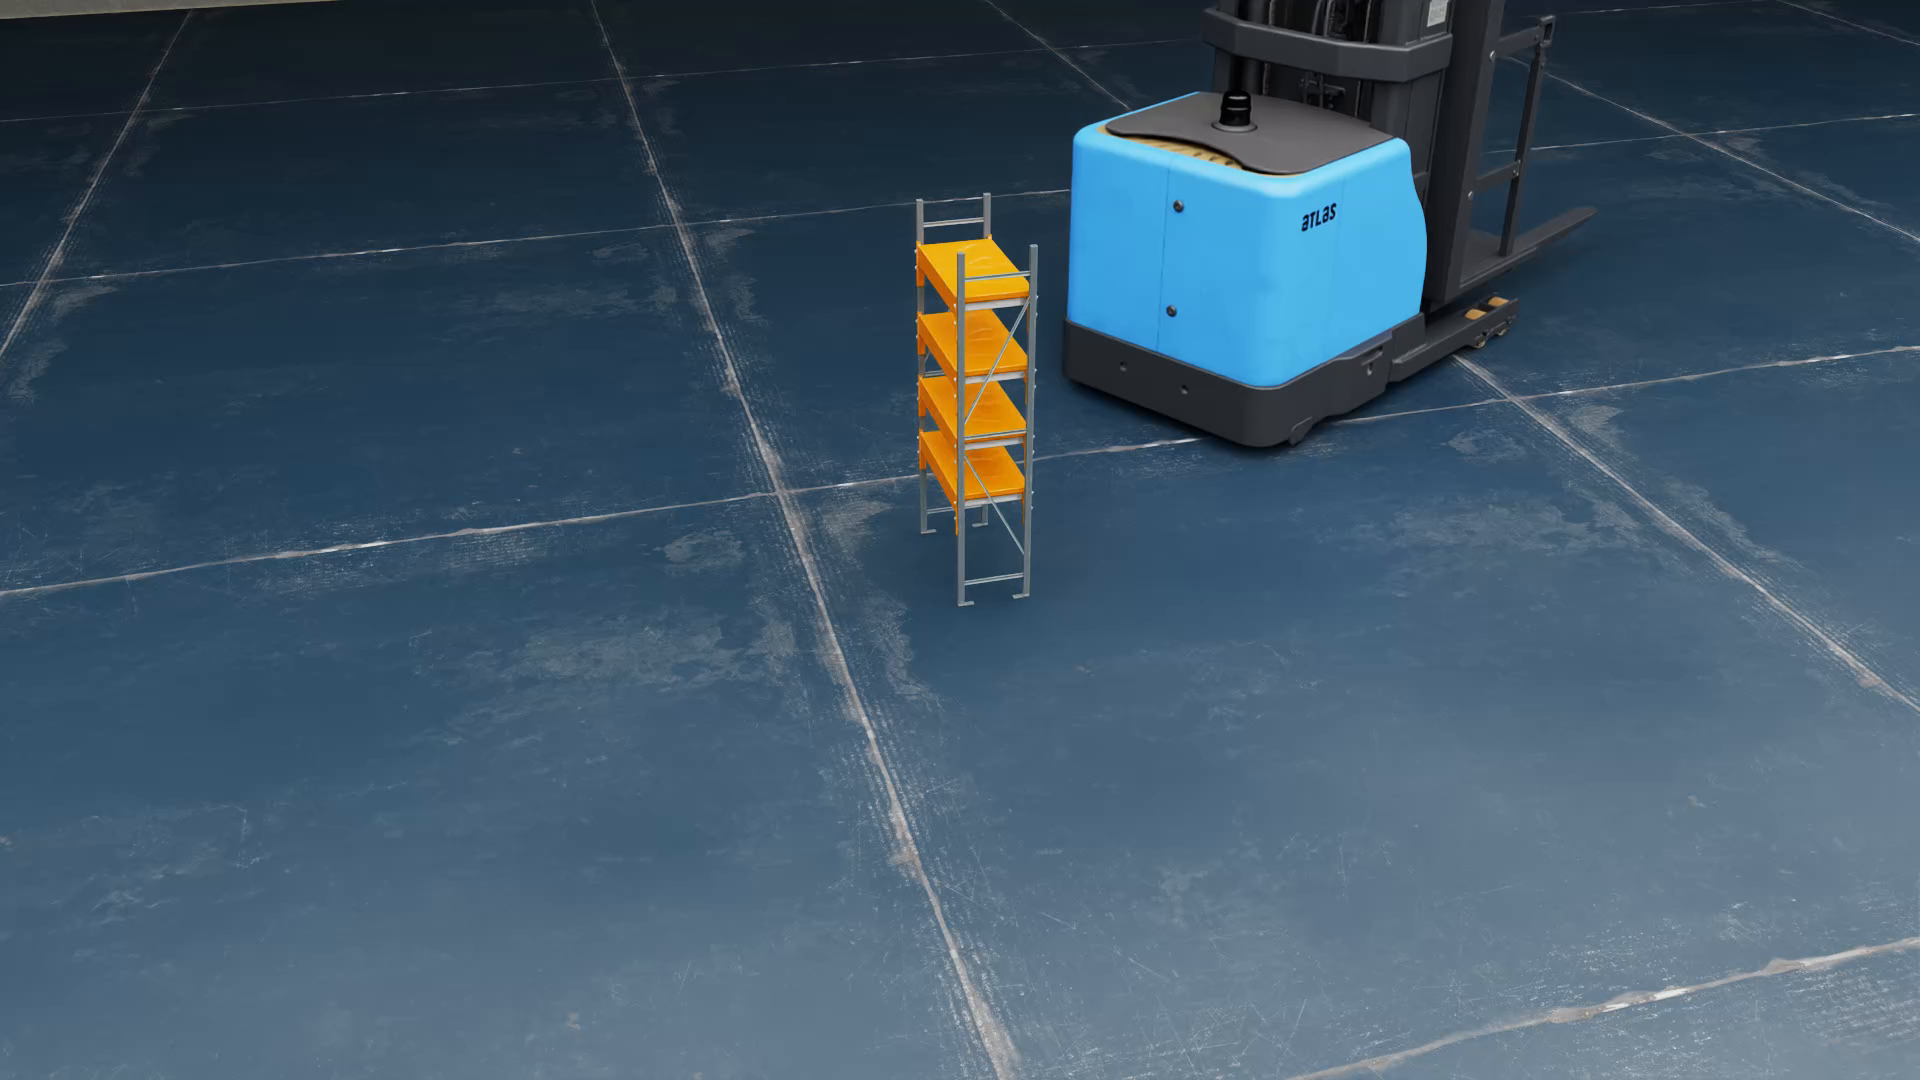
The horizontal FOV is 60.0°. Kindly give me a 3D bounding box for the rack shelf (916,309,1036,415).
[{"bbox_3d":[0.044,-0.575,5.233,0.258,0.148,0.480,-8,31,-13],"label":"rack shelf"}]

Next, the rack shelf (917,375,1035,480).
[{"bbox_3d":[0.044,-0.381,5.345,0.258,0.148,0.480,-8,31,-13],"label":"rack shelf"}]

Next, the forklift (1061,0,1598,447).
[{"bbox_3d":[1.804,-2.256,6.722,1.130,2.935,3.031,26,39,37],"label":"forklift"}]

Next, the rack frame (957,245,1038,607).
[{"bbox_3d":[0.109,-0.321,5.108,0.240,1.200,0.015,-8,31,-13],"label":"rack frame"}]

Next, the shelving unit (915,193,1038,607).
[{"bbox_3d":[0.044,-0.439,5.311,0.258,1.200,0.503,-8,31,-13],"label":"shelving unit"}]

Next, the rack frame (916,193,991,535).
[{"bbox_3d":[-0.021,-0.557,5.515,0.240,1.200,0.015,-8,31,-13],"label":"rack frame"}]

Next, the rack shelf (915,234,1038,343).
[{"bbox_3d":[0.044,-0.779,5.114,0.258,0.148,0.480,-8,31,-13],"label":"rack shelf"}]

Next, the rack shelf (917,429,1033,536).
[{"bbox_3d":[0.044,-0.209,5.444,0.258,0.148,0.480,-8,31,-13],"label":"rack shelf"}]
